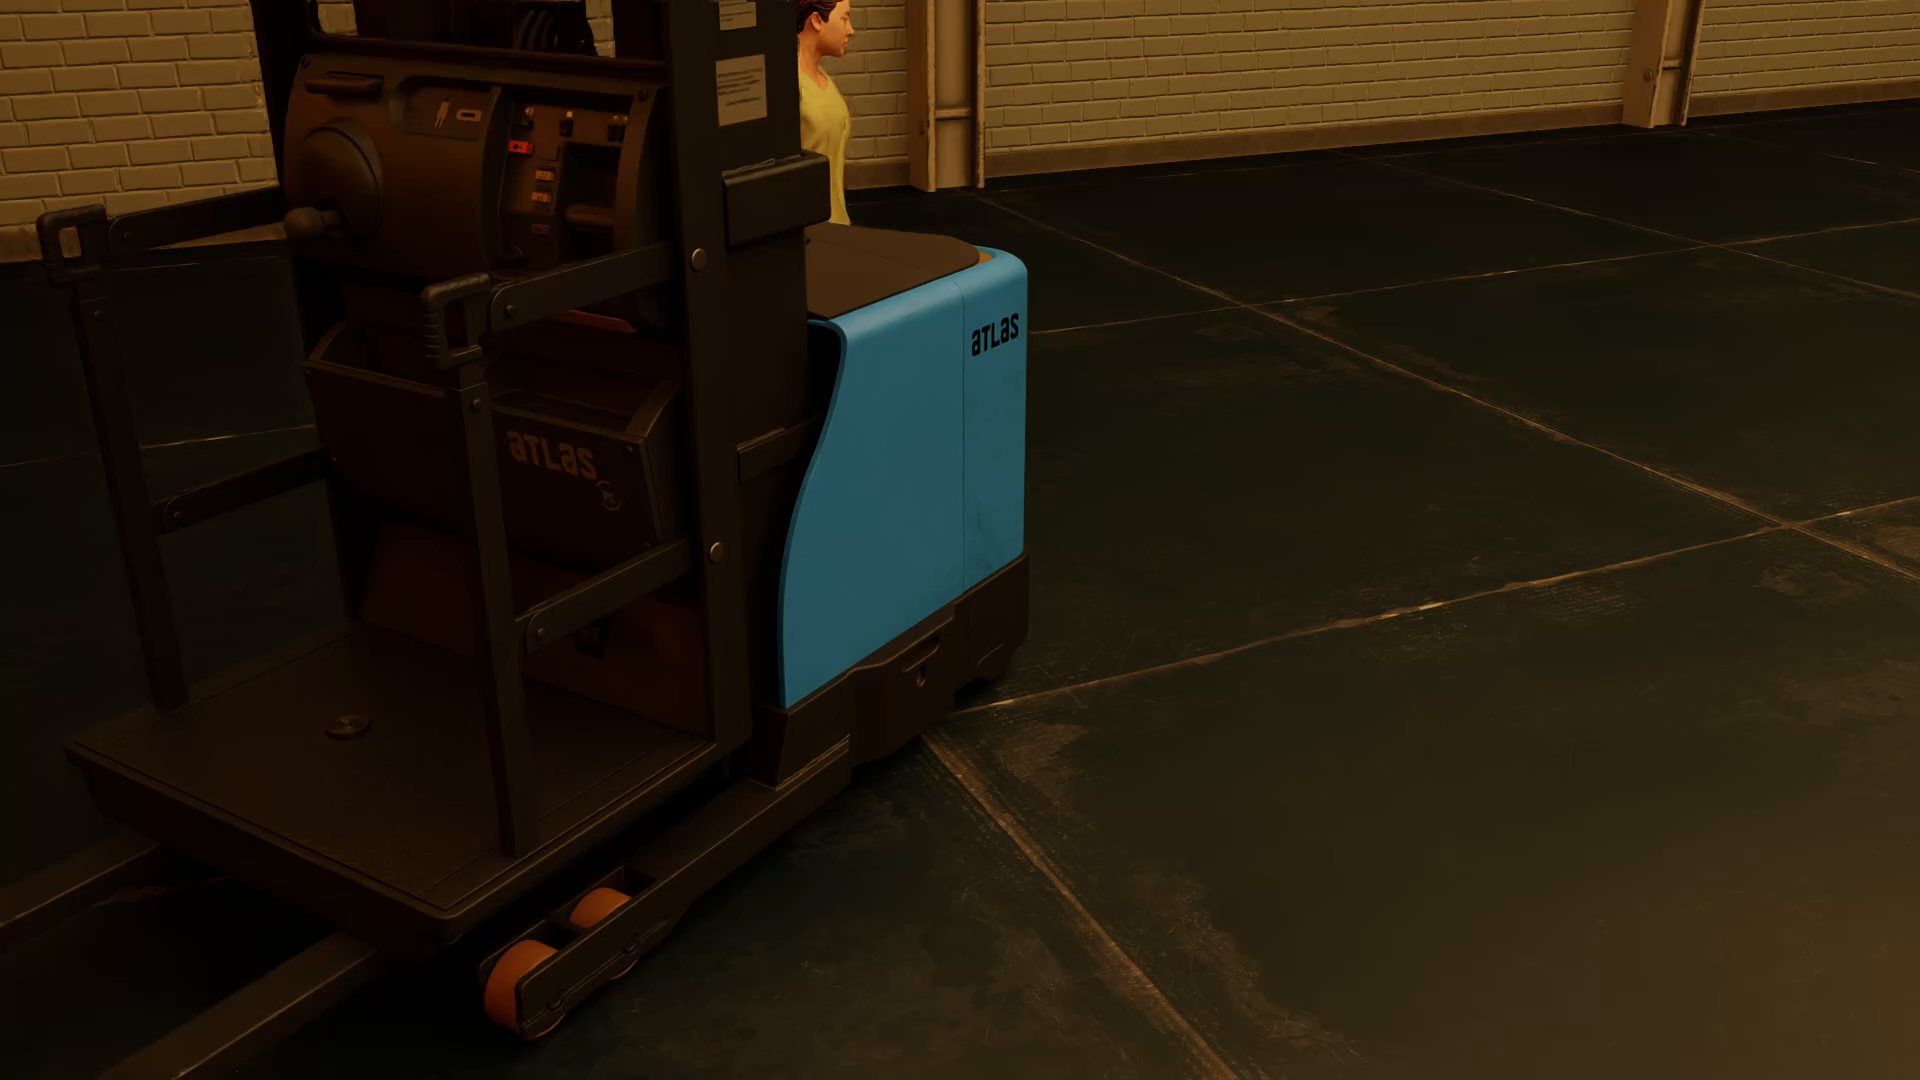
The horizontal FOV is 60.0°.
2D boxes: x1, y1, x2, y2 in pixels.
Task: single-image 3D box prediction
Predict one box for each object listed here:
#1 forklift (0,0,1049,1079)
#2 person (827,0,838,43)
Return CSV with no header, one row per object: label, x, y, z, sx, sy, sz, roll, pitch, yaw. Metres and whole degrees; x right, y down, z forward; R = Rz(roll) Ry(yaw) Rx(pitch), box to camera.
forklift,-0.982,-0.704,2.981,1.130,2.935,3.031,14,26,30
person,-0.597,-1.019,5.463,0.401,1.645,0.807,11,25,24
